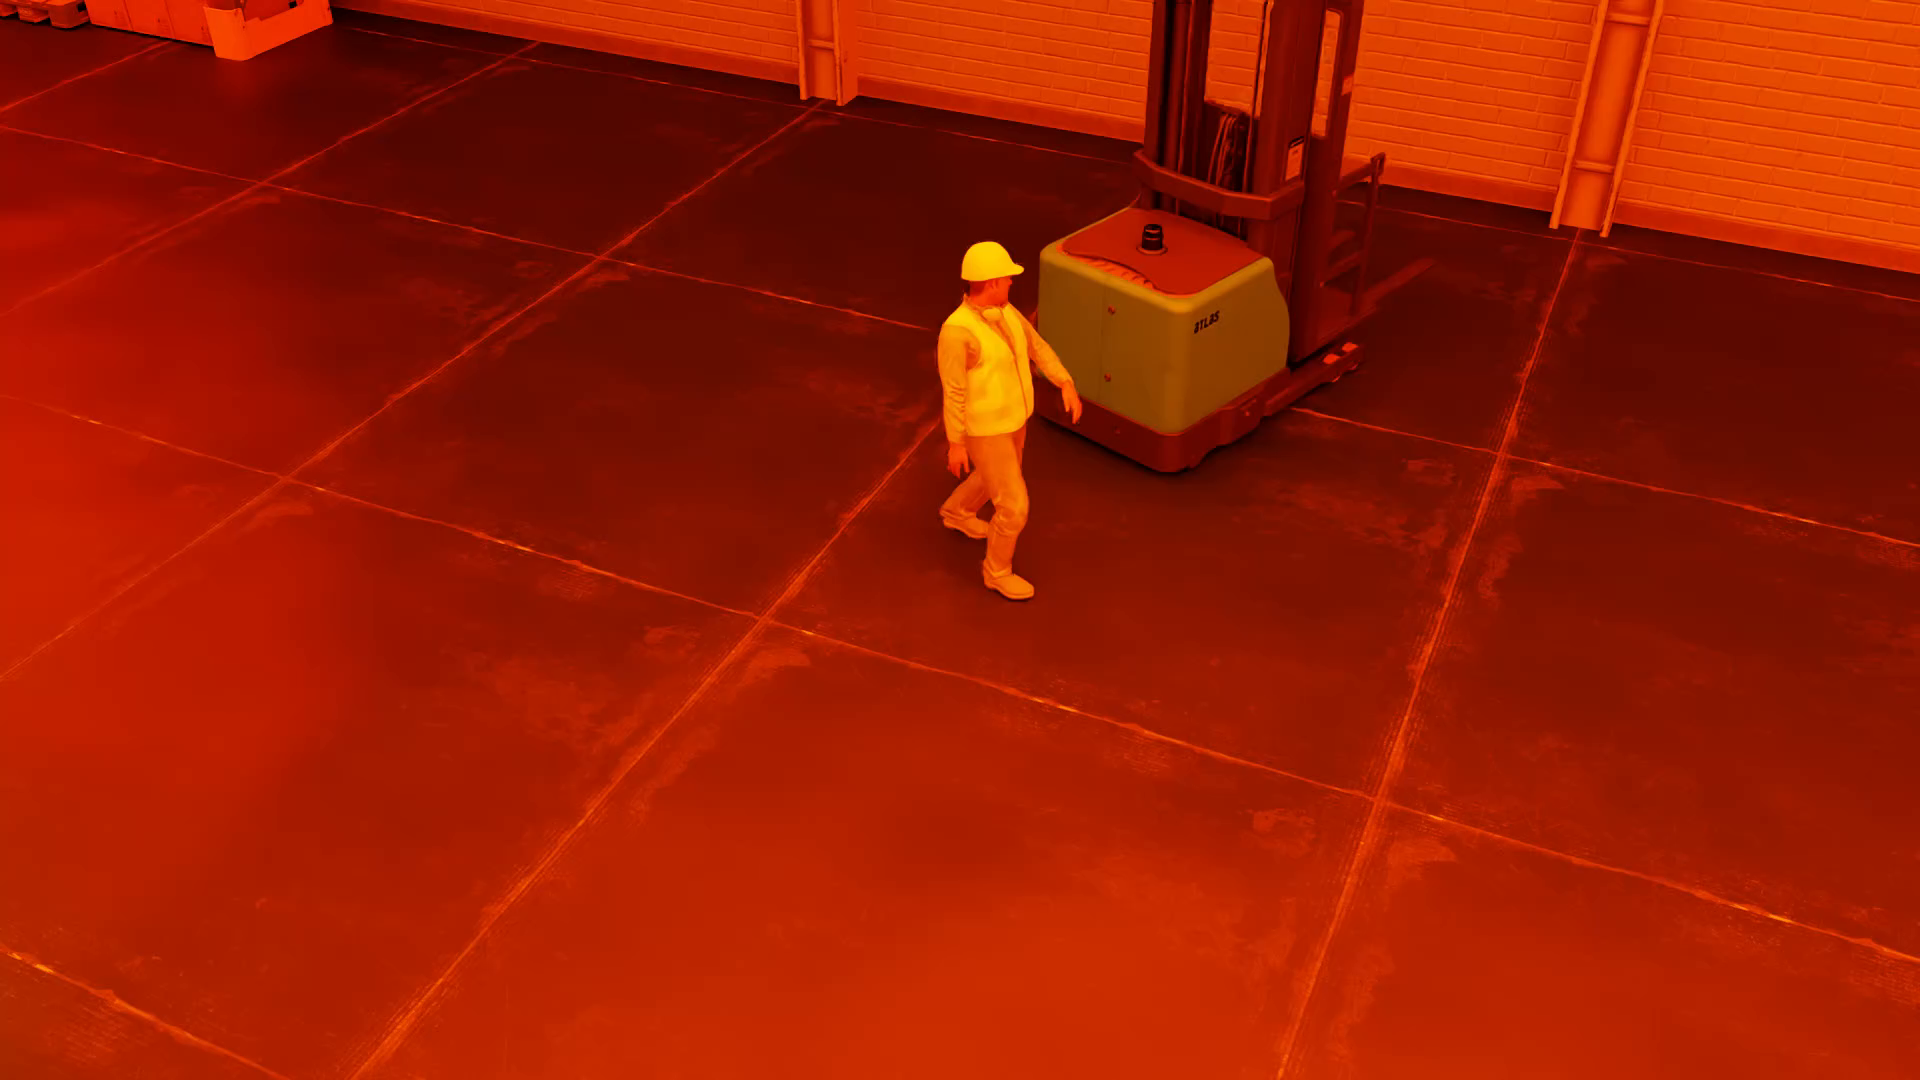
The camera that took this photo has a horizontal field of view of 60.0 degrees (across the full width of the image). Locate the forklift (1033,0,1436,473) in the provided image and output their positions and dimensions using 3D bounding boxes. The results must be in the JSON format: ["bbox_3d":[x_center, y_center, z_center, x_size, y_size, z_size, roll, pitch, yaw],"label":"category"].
[{"bbox_3d":[1.796,-2.319,9.338,1.130,2.935,3.031,29,45,34],"label":"forklift"}]

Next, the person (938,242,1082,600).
[{"bbox_3d":[0.174,-0.564,7.957,0.789,1.688,0.695,14,38,19],"label":"person"}]
